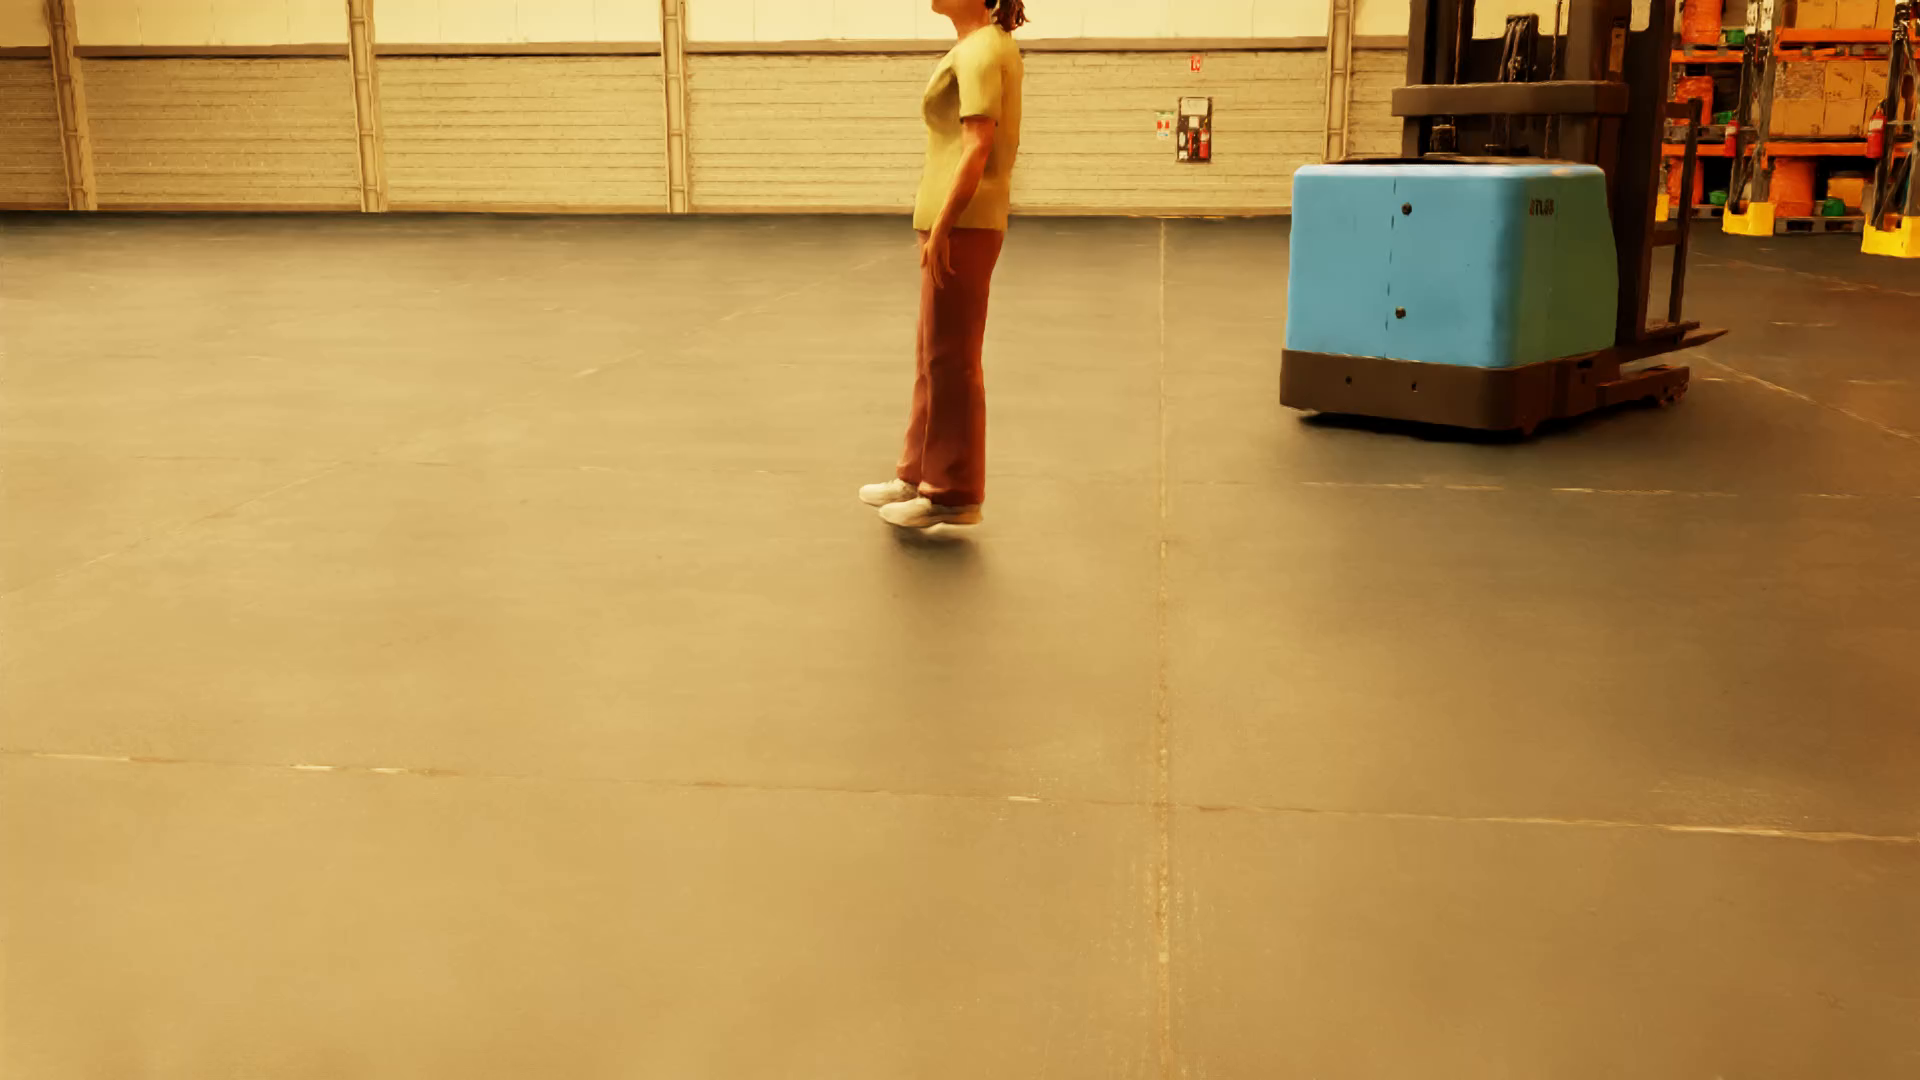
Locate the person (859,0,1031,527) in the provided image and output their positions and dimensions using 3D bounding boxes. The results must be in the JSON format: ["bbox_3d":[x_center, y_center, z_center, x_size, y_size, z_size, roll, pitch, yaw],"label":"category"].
[{"bbox_3d":[-0.071,-0.866,4.764,0.549,1.673,0.554,2,13,7],"label":"person"}]

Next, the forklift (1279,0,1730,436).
[{"bbox_3d":[2.740,-2.109,7.529,1.130,2.935,3.031,12,18,42],"label":"forklift"}]
